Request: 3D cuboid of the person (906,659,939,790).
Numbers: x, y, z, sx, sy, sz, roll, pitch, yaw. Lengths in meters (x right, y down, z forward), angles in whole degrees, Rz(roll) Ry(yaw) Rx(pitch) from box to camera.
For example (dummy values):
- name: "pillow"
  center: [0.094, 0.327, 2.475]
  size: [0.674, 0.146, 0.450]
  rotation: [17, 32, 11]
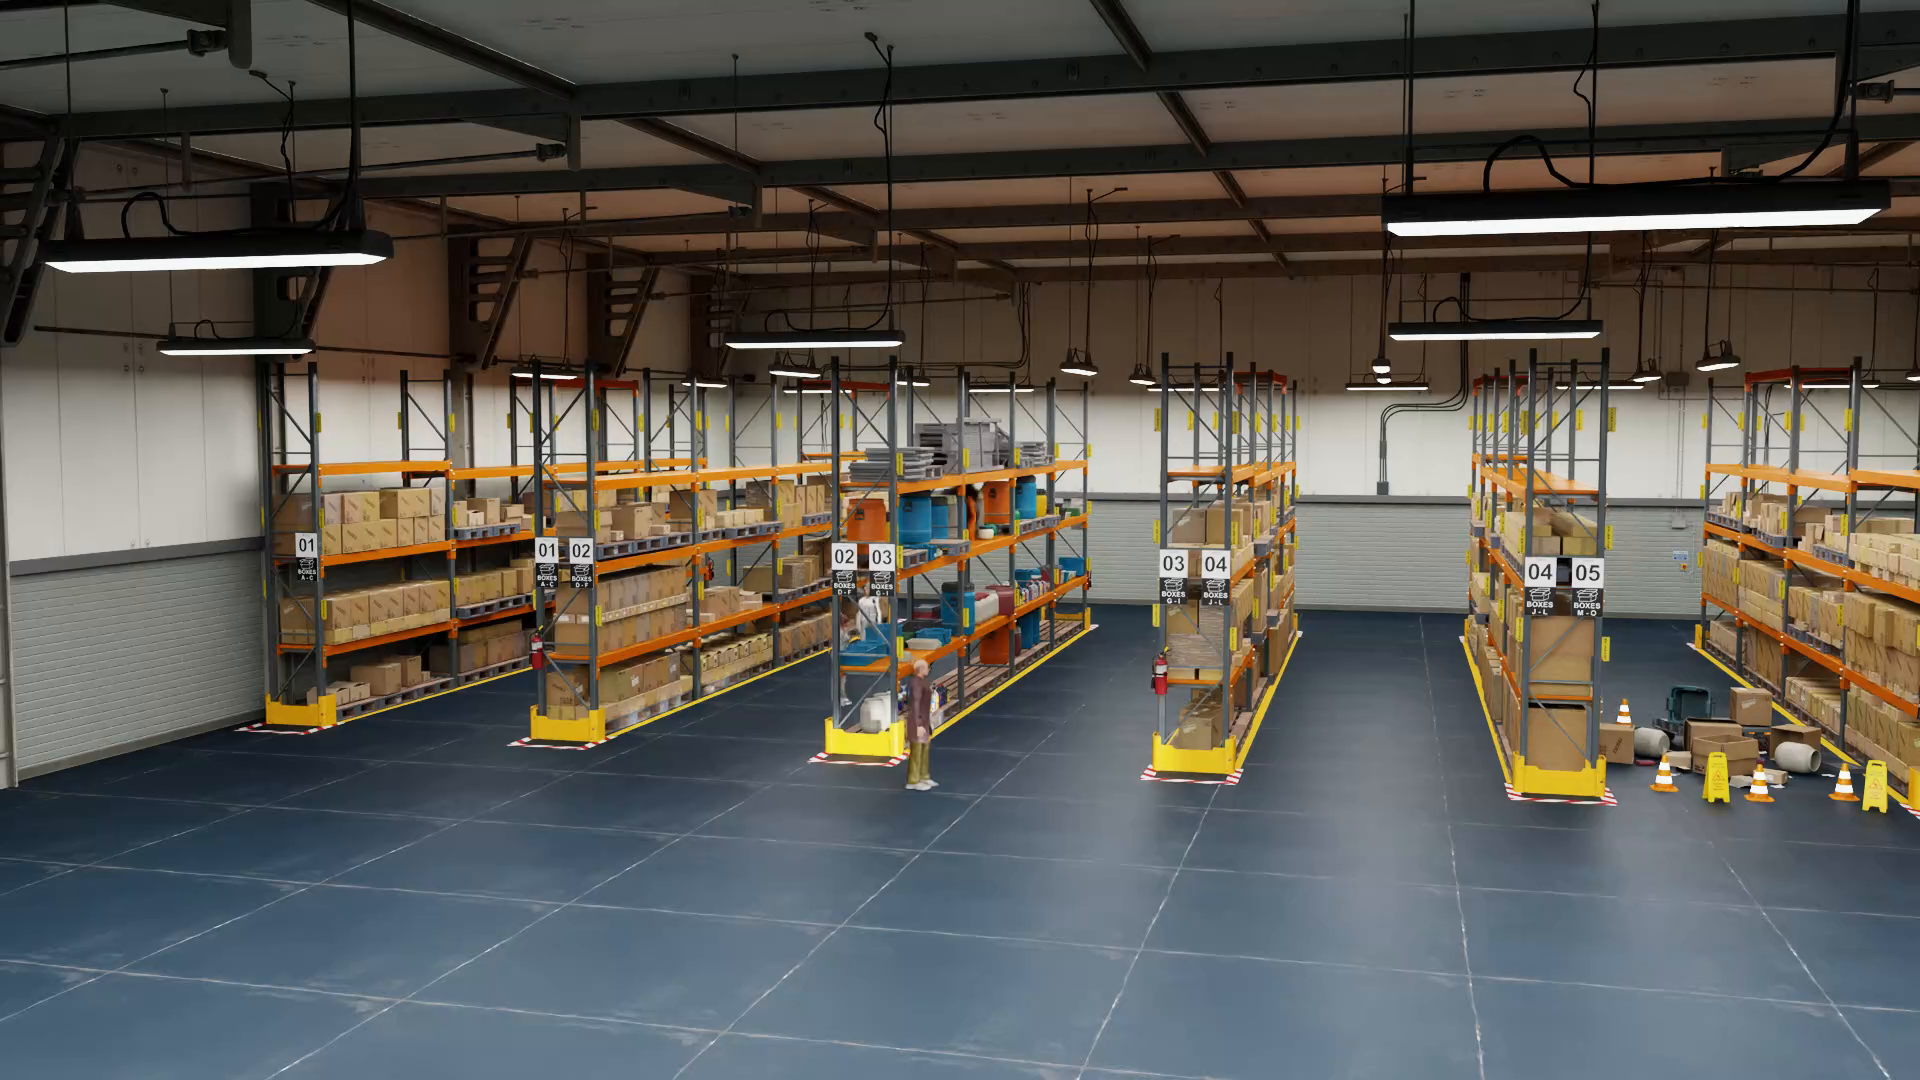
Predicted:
- name: "person"
  center: [-0.511, 2.536, 22.734]
  size: [0.462, 1.815, 0.687]
  rotation: [0, 4, 0]

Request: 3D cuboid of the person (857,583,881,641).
- name: "person"
  center: [-1.882, 1.708, 34.490]
  size: [0.545, 1.640, 0.956]
  rotation: [1, 4, 9]

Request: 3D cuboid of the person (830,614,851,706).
- name: "person"
  center: [-2.096, 2.103, 29.193]
  size: [0.356, 1.609, 0.432]
  rotation: [1, 4, 20]
